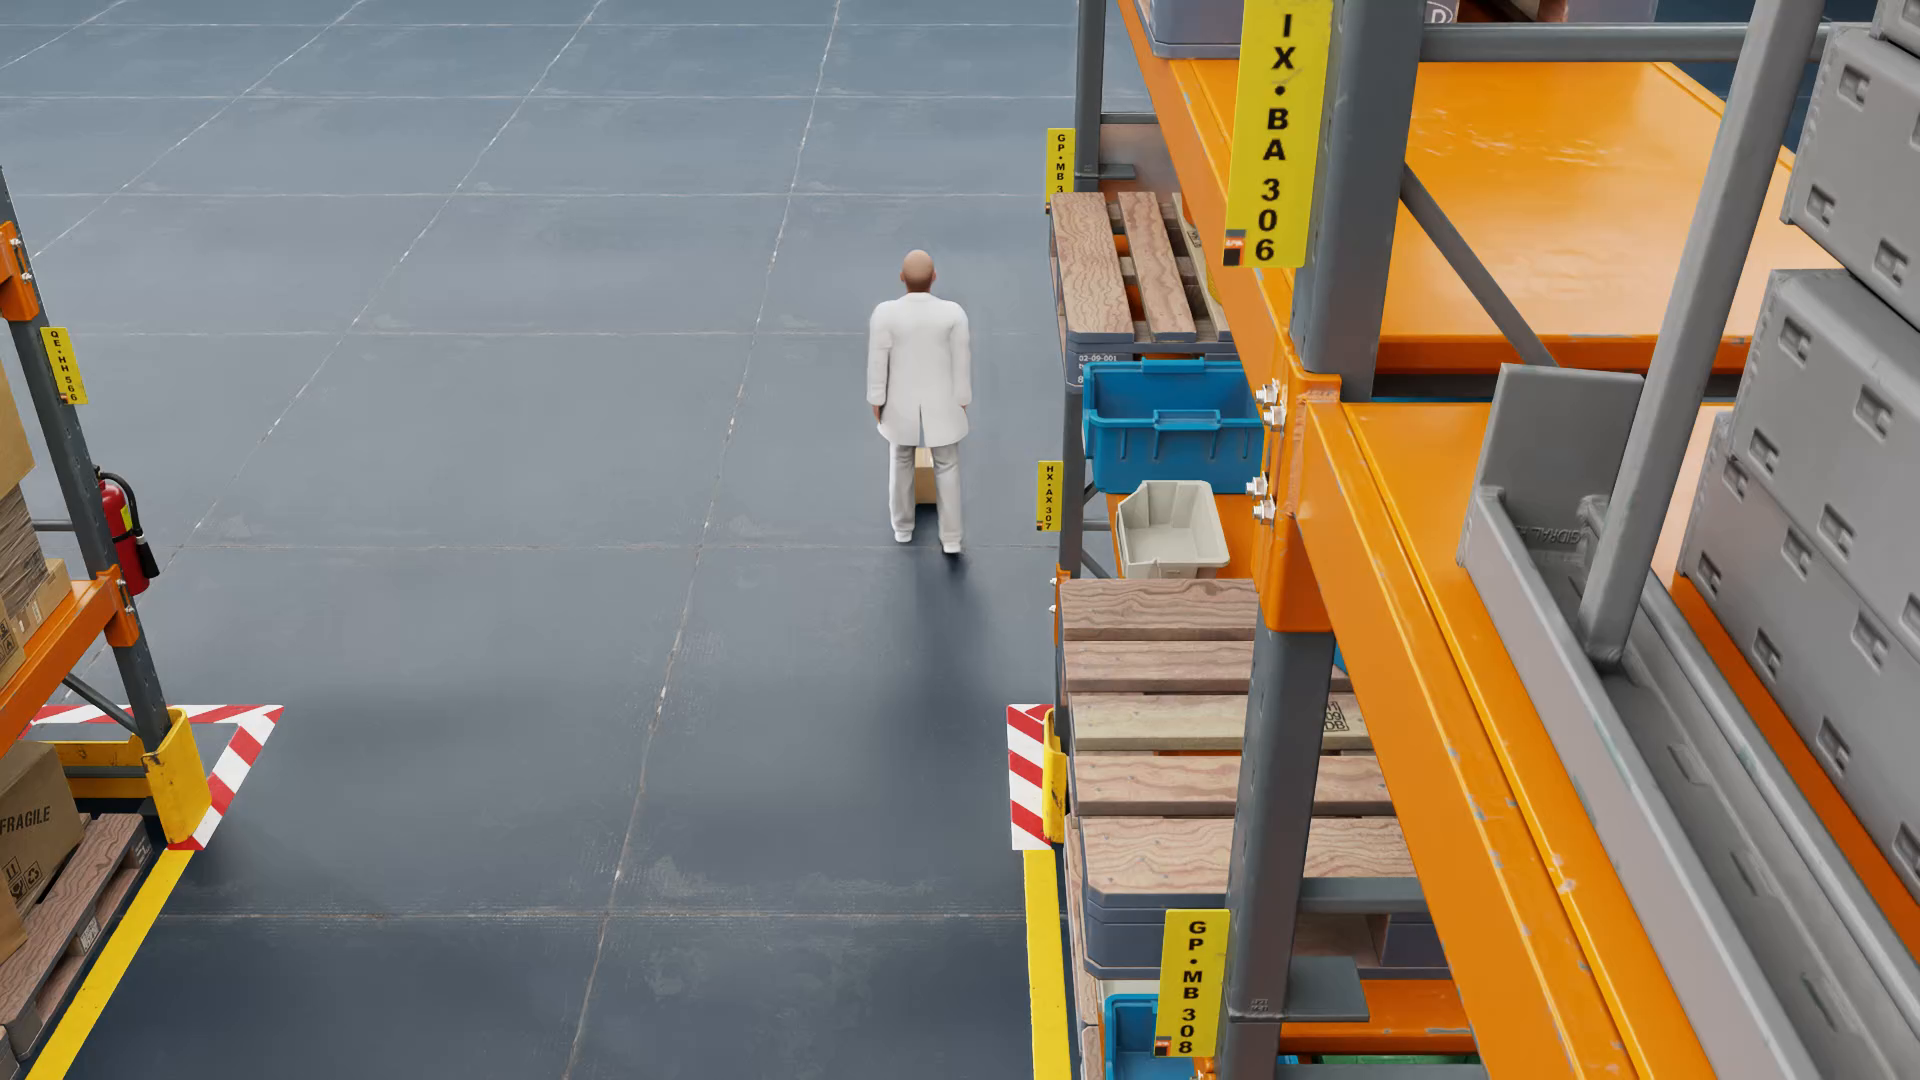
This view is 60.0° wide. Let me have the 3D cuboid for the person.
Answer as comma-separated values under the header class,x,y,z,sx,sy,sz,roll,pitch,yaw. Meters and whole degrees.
class,x,y,z,sx,sy,sz,roll,pitch,yaw
person,-0.225,-0.771,9.262,0.583,1.811,0.557,0,31,1
